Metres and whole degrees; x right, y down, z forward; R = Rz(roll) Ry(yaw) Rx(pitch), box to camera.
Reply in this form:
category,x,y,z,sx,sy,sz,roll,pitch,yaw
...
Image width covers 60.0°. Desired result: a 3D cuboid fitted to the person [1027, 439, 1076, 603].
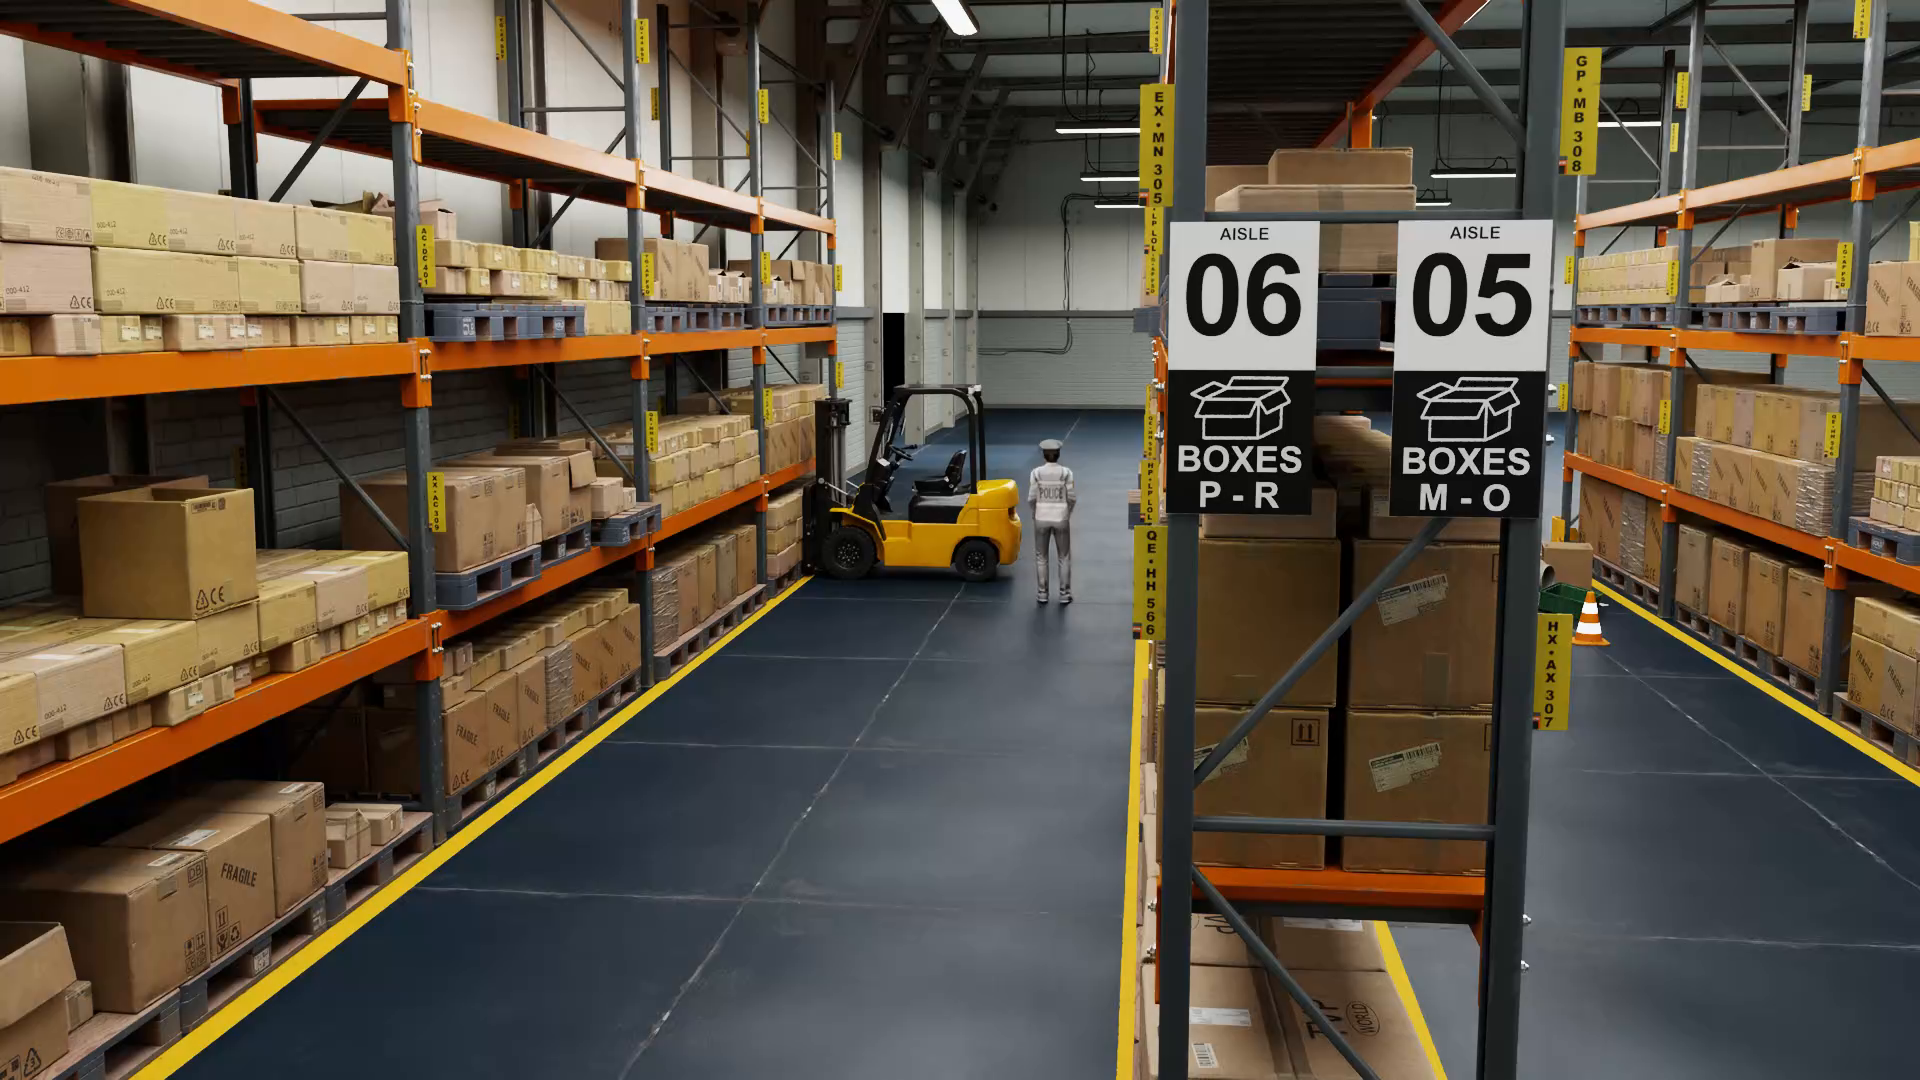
category,x,y,z,sx,sy,sz,roll,pitch,yaw
person,0.945,-0.193,17.127,0.498,1.686,0.425,1,8,5
